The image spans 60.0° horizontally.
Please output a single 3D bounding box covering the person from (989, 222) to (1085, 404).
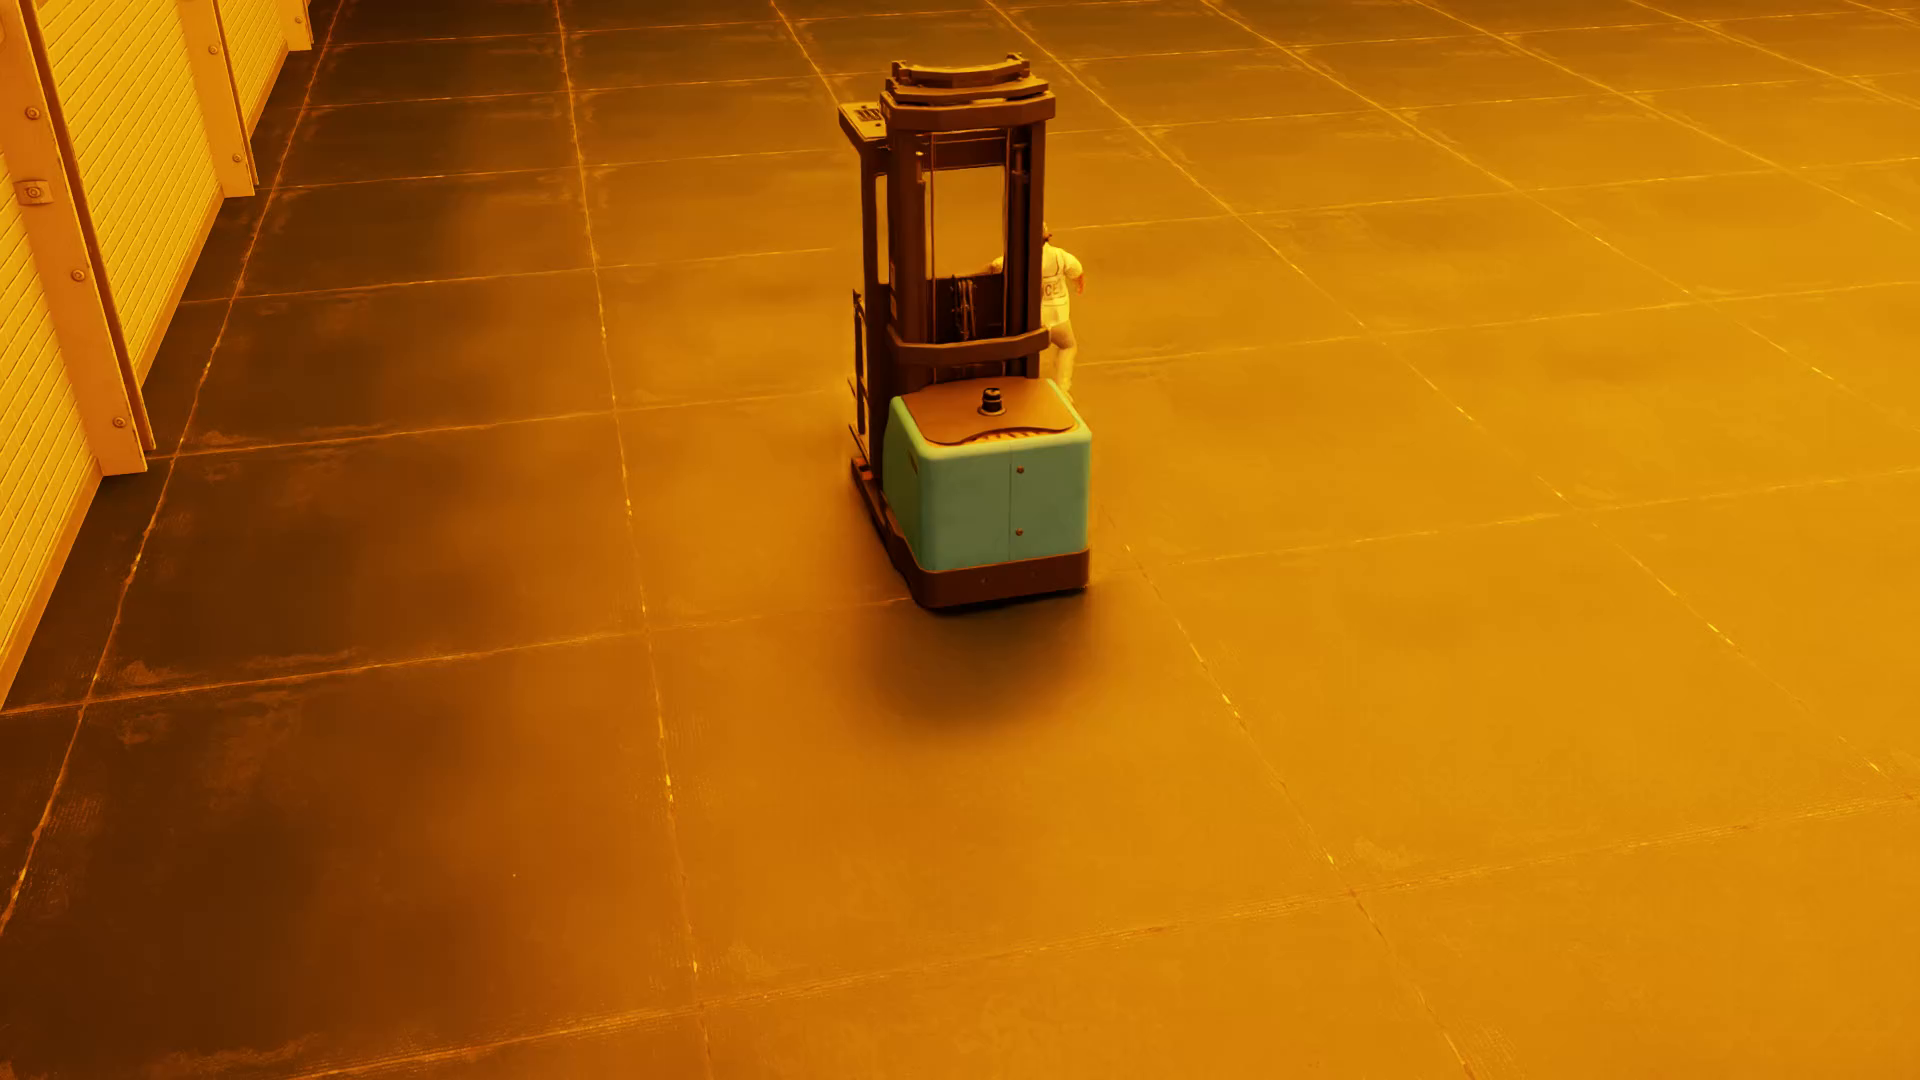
[{"bbox_3d":[0.561,-1.630,11.867,0.702,1.588,0.690,-2,30,-4],"label":"person"}]

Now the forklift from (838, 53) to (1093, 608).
[{"bbox_3d":[-0.103,-1.600,10.339,1.130,2.935,3.031,-8,31,-13],"label":"forklift"}]
